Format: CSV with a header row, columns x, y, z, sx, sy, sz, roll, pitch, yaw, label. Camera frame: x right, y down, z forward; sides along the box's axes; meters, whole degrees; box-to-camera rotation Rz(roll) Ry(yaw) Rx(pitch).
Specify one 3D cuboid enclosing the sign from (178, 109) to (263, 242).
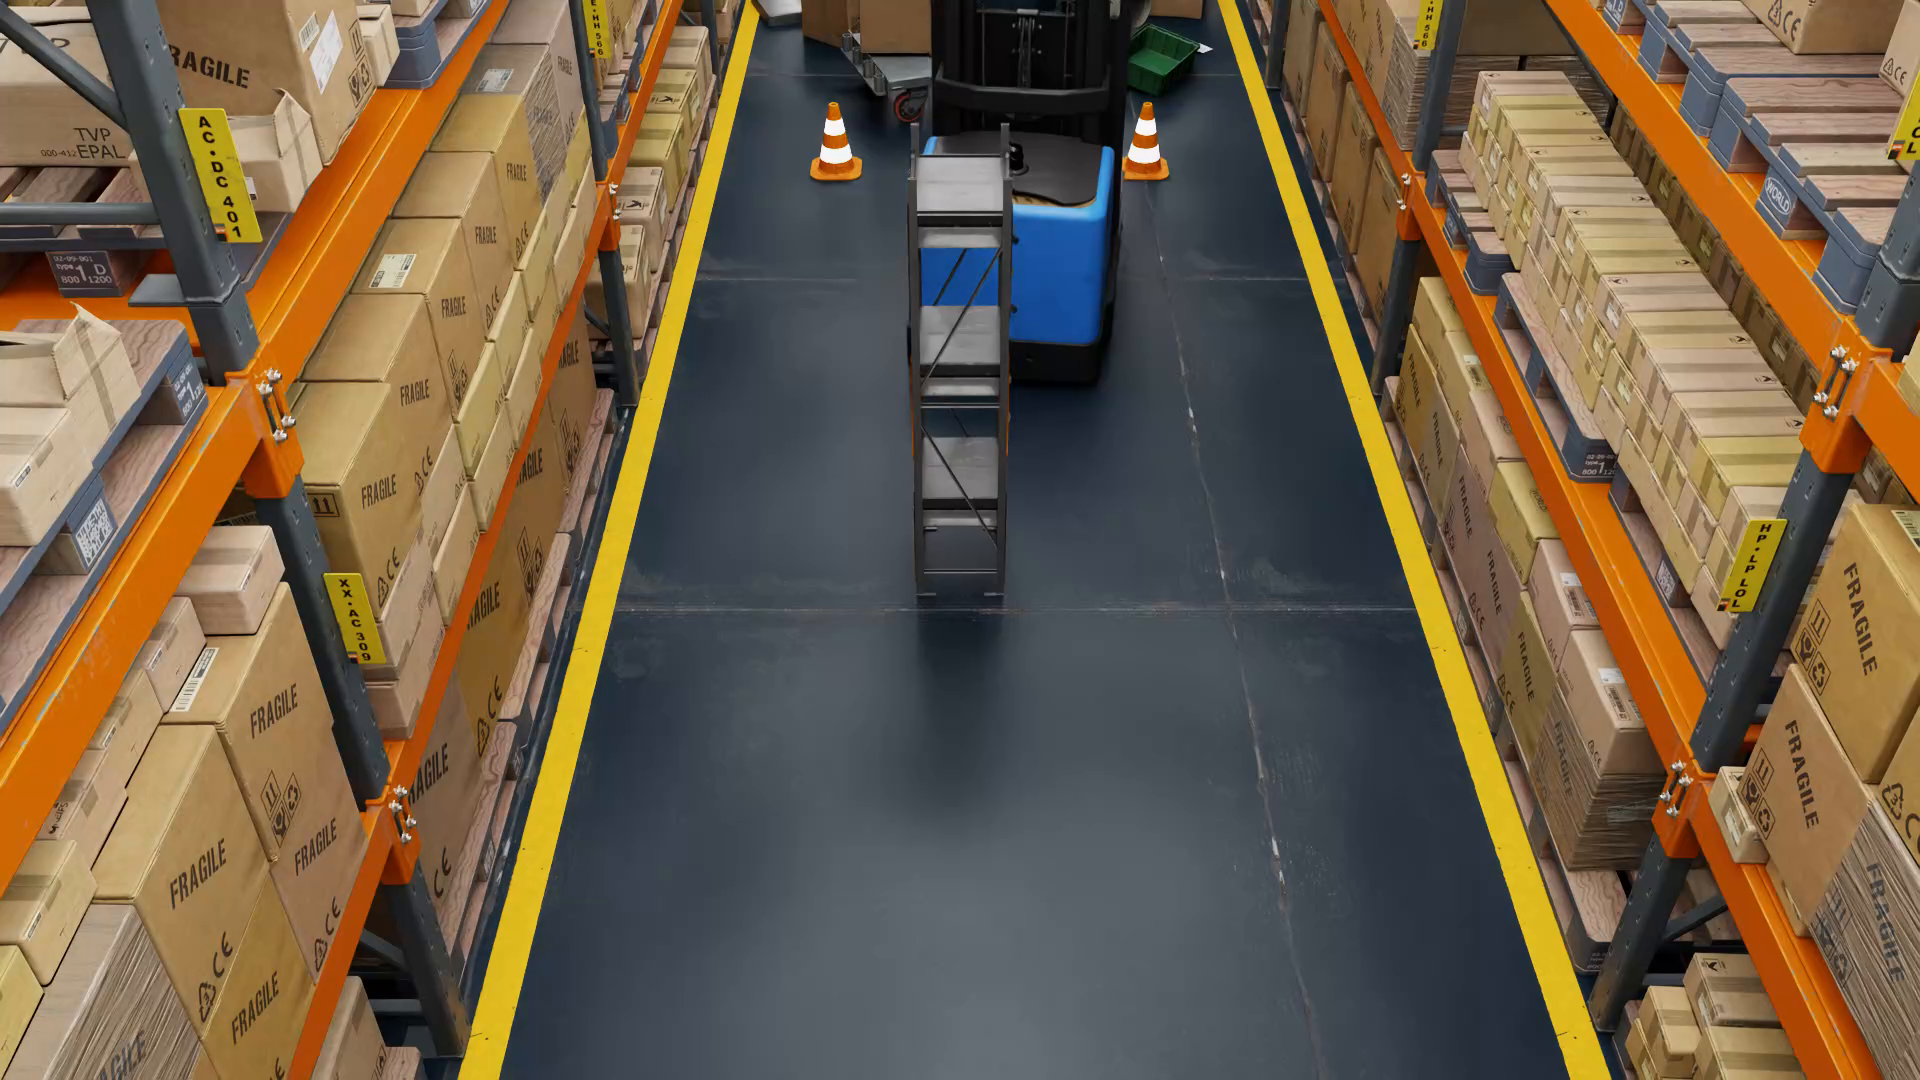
x,y,z,sx,sy,sz,roll,pitch,yaw,label
-1.661,-0.816,3.740,0.100,0.325,0.005,0,39,0,sign

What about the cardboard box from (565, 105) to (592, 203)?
x,y,z,sx,sy,sz,roll,pitch,yaw,label
-1.966,-1.747,7.497,0.500,0.250,0.500,0,39,0,cardboard box

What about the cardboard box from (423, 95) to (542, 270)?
x,y,z,sx,sy,sz,roll,pitch,yaw,label
-1.956,-1.388,6.449,0.500,0.500,0.500,0,39,0,cardboard box

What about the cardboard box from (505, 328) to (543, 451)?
x,y,z,sx,sy,sz,roll,pitch,yaw,label
-1.931,-0.585,6.447,0.500,0.250,0.500,-1,39,-1,cardboard box

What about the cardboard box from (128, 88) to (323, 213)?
x,y,z,sx,sy,sz,roll,pitch,yaw,label
-1.867,-1.007,4.226,0.396,0.266,0.258,0,39,0,cardboard box

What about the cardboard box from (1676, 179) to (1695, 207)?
x,y,z,sx,sy,sz,roll,pitch,yaw,label
3.191,-1.484,6.838,0.380,0.149,0.250,1,39,1,cardboard box

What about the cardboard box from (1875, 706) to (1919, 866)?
x,y,z,sx,sy,sz,roll,pitch,yaw,label
2.507,0.583,3.752,0.500,0.500,0.500,-1,39,-1,cardboard box

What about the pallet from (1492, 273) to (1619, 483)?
x,y,z,sx,sy,sz,roll,pitch,yaw,label
2.773,-0.667,6.582,1.003,0.211,1.213,0,39,0,pallet

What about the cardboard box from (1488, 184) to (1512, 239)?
x,y,z,sx,sy,sz,roll,pitch,yaw,label
2.529,-1.429,7.245,0.380,0.149,0.250,2,39,2,cardboard box

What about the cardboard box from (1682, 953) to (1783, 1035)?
x,y,z,sx,sy,sz,roll,pitch,yaw,label
2.527,1.454,5.251,0.380,0.149,0.250,1,39,2,cardboard box

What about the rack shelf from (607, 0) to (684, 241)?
x,y,z,sx,sy,sz,roll,pitch,yaw,label
-2.223,-2.883,9.770,1.077,0.370,4.000,0,39,0,rack shelf

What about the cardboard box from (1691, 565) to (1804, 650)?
x,y,z,sx,sy,sz,roll,pitch,yaw,label
2.536,0.208,5.203,0.380,0.149,0.250,-1,39,-1,cardboard box

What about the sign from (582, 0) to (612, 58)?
x,y,z,sx,sy,sz,roll,pitch,yaw,label
-1.665,-2.367,7.625,0.100,0.325,0.005,0,39,0,sign

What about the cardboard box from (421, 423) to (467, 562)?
x,y,z,sx,sy,sz,roll,pitch,yaw,label
-1.963,-0.149,5.504,0.500,0.250,0.500,1,39,1,cardboard box

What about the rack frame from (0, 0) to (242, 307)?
x,y,z,sx,sy,sz,roll,pitch,yaw,label
-2.216,-1.753,2.986,1.000,3.000,0.127,0,39,0,rack frame

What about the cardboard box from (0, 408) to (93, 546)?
x,y,z,sx,sy,sz,roll,pitch,yaw,label
-1.895,-0.122,3.136,0.380,0.149,0.250,1,39,1,cardboard box

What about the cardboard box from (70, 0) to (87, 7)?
x,y,z,sx,sy,sz,roll,pitch,yaw,label
-6.874,-4.120,12.600,0.500,0.250,0.500,-1,39,-1,cardboard box

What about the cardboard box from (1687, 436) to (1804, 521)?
x,y,z,sx,sy,sz,roll,pitch,yaw,label
2.537,-0.195,5.230,0.380,0.149,0.250,-1,39,-1,cardboard box

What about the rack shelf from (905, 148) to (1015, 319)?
x,y,z,sx,sy,sz,roll,pitch,yaw,label
0.000,-1.251,6.781,0.431,0.518,0.480,0,39,0,rack shelf

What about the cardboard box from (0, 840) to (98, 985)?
x,y,z,sx,sy,sz,roll,pitch,yaw,label
-1.960,0.734,3.282,0.380,0.149,0.250,0,39,0,cardboard box

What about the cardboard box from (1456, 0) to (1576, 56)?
x,y,z,sx,sy,sz,roll,pitch,yaw,label
2.739,-2.690,8.074,0.700,0.500,0.500,0,39,0,cardboard box

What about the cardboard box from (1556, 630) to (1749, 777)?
x,y,z,sx,sy,sz,roll,pitch,yaw,label
2.480,0.575,5.943,0.500,0.250,0.500,-1,39,-1,cardboard box

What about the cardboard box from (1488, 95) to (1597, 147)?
x,y,z,sx,sy,sz,roll,pitch,yaw,label
2.539,-1.820,7.258,0.380,0.149,0.250,-1,39,-1,cardboard box

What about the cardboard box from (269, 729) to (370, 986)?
x,y,z,sx,sy,sz,roll,pitch,yaw,label
-1.960,0.839,4.470,0.500,0.500,0.500,0,39,0,cardboard box

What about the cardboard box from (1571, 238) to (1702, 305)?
x,y,z,sx,sy,sz,roll,pitch,yaw,label
2.536,-1.011,6.247,0.380,0.149,0.250,-1,39,-1,cardboard box

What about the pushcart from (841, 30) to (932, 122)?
x,y,z,sx,sy,sz,roll,pitch,yaw,label
0.055,-3.424,11.966,1.648,0.377,0.936,-13,40,-16,pushcart

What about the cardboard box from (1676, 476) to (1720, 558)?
x,y,z,sx,sy,sz,roll,pitch,yaw,label
2.535,-0.074,5.316,0.380,0.149,0.250,0,39,0,cardboard box

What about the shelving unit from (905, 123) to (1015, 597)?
x,y,z,sx,sy,sz,roll,pitch,yaw,label
0.000,-0.716,7.210,0.431,2.100,0.503,0,39,0,shelving unit

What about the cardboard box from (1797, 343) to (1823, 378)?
x,y,z,sx,sy,sz,roll,pitch,yaw,label
3.191,-0.674,5.827,0.380,0.149,0.250,0,39,0,cardboard box

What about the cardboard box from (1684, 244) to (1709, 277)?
x,y,z,sx,sy,sz,roll,pitch,yaw,label
3.187,-1.097,6.831,0.380,0.149,0.250,-2,39,-2,cardboard box

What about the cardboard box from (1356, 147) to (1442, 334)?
x,y,z,sx,sy,sz,roll,pitch,yaw,label
2.819,-1.647,9.115,1.050,0.750,0.750,-1,39,-1,cardboard box

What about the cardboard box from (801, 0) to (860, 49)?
x,y,z,sx,sy,sz,roll,pitch,yaw,label
-0.866,-4.111,12.724,0.500,0.500,0.500,28,46,30,cardboard box

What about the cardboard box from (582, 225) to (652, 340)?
x,y,z,sx,sy,sz,roll,pitch,yaw,label
-2.211,-1.405,9.115,0.950,0.372,0.625,-2,39,-3,cardboard box

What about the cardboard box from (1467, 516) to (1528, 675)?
x,y,z,sx,sy,sz,roll,pitch,yaw,label
2.485,0.229,6.974,0.500,0.500,0.500,-1,39,-1,cardboard box

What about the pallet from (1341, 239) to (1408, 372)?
x,y,z,sx,sy,sz,roll,pitch,yaw,label
2.804,-1.385,9.554,1.003,0.211,1.213,0,39,0,pallet

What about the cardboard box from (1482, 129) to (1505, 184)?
x,y,z,sx,sy,sz,roll,pitch,yaw,label
2.532,-1.690,7.332,0.380,0.149,0.250,2,39,2,cardboard box

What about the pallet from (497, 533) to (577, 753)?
x,y,z,sx,sy,sz,roll,pitch,yaw,label
-2.296,0.429,7.291,1.003,0.211,1.213,0,39,0,pallet

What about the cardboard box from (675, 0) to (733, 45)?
x,y,z,sx,sy,sz,roll,pitch,yaw,label
-1.956,-3.874,12.294,0.500,0.250,0.500,-2,39,-2,cardboard box

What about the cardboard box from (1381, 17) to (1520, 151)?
x,y,z,sx,sy,sz,roll,pitch,yaw,label
2.460,-2.300,8.387,0.500,0.500,0.500,0,39,0,cardboard box

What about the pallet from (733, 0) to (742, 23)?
x,y,z,sx,sy,sz,roll,pitch,yaw,label
-2.266,-4.511,13.456,1.003,0.211,1.213,0,39,0,pallet

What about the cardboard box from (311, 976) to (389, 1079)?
x,y,z,sx,sy,sz,roll,pitch,yaw,label
-2.323,1.817,5.042,0.875,0.438,0.875,-1,39,-1,cardboard box

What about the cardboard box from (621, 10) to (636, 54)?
x,y,z,sx,sy,sz,roll,pitch,yaw,label
-1.936,-2.702,8.834,0.380,0.149,0.250,0,39,0,cardboard box

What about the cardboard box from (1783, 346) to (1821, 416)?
x,y,z,sx,sy,sz,roll,pitch,yaw,label
3.187,-0.562,5.925,0.380,0.149,0.250,1,39,2,cardboard box

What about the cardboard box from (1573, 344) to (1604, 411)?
x,y,z,sx,sy,sz,roll,pitch,yaw,label
2.531,-0.607,6.219,0.380,0.149,0.250,2,39,2,cardboard box

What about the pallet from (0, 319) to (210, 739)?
x,y,z,sx,sy,sz,roll,pitch,yaw,label
-2.225,-0.036,3.314,1.003,0.211,1.213,0,39,0,pallet

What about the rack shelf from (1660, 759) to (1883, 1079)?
x,y,z,sx,sy,sz,roll,pitch,yaw,label
2.736,2.053,3.610,1.077,0.370,4.000,0,39,0,rack shelf

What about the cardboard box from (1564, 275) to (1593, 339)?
x,y,z,sx,sy,sz,roll,pitch,yaw,label
2.536,-0.885,6.329,0.380,0.149,0.250,1,39,2,cardboard box

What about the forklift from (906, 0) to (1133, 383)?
x,y,z,sx,sy,sz,roll,pitch,yaw,label
0.418,-2.901,9.272,1.130,2.935,3.031,5,39,6,forklift

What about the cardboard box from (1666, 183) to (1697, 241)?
x,y,z,sx,sy,sz,roll,pitch,yaw,label
3.190,-1.365,6.927,0.380,0.149,0.250,0,39,0,cardboard box

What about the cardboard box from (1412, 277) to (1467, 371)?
x,y,z,sx,sy,sz,roll,pitch,yaw,label
2.488,-1.029,7.945,0.500,0.250,0.500,-2,39,-2,cardboard box

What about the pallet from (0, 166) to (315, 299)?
x,y,z,sx,sy,sz,roll,pitch,yaw,label
-2.266,-1.081,4.700,0.805,0.209,1.217,-1,39,-2,pallet

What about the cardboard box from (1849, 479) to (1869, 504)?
x,y,z,sx,sy,sz,roll,pitch,yaw,label
3.191,-0.120,5.612,0.380,0.149,0.250,0,39,0,cardboard box
